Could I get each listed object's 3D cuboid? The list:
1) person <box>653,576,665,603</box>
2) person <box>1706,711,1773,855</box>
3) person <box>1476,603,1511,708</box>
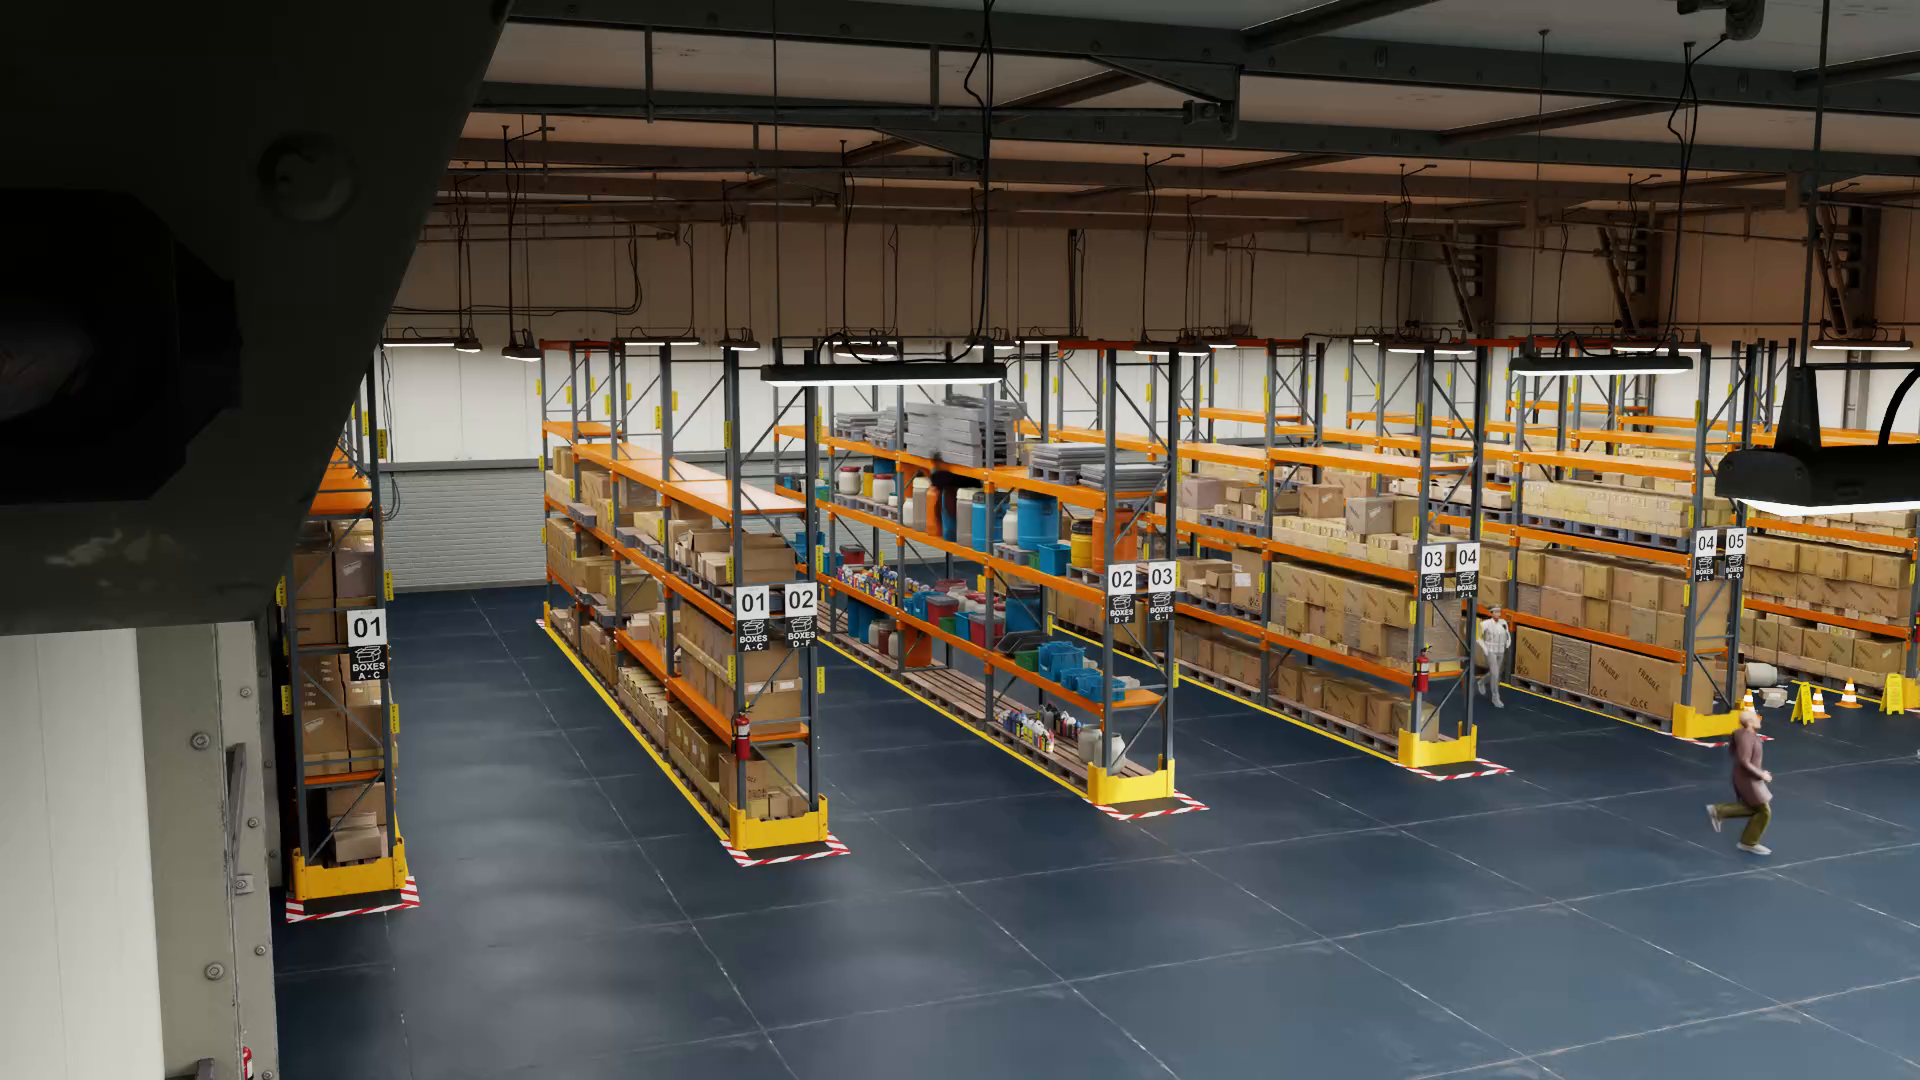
[{"bbox_3d":[-6.344,0.932,35.268,0.615,1.633,0.571,-6,9,-37],"label":"person"},{"bbox_3d":[9.394,2.897,19.974,0.714,1.733,0.742,2,8,12],"label":"person"},{"bbox_3d":[8.897,1.878,27.747,0.608,1.705,0.812,-2,8,-15],"label":"person"}]
